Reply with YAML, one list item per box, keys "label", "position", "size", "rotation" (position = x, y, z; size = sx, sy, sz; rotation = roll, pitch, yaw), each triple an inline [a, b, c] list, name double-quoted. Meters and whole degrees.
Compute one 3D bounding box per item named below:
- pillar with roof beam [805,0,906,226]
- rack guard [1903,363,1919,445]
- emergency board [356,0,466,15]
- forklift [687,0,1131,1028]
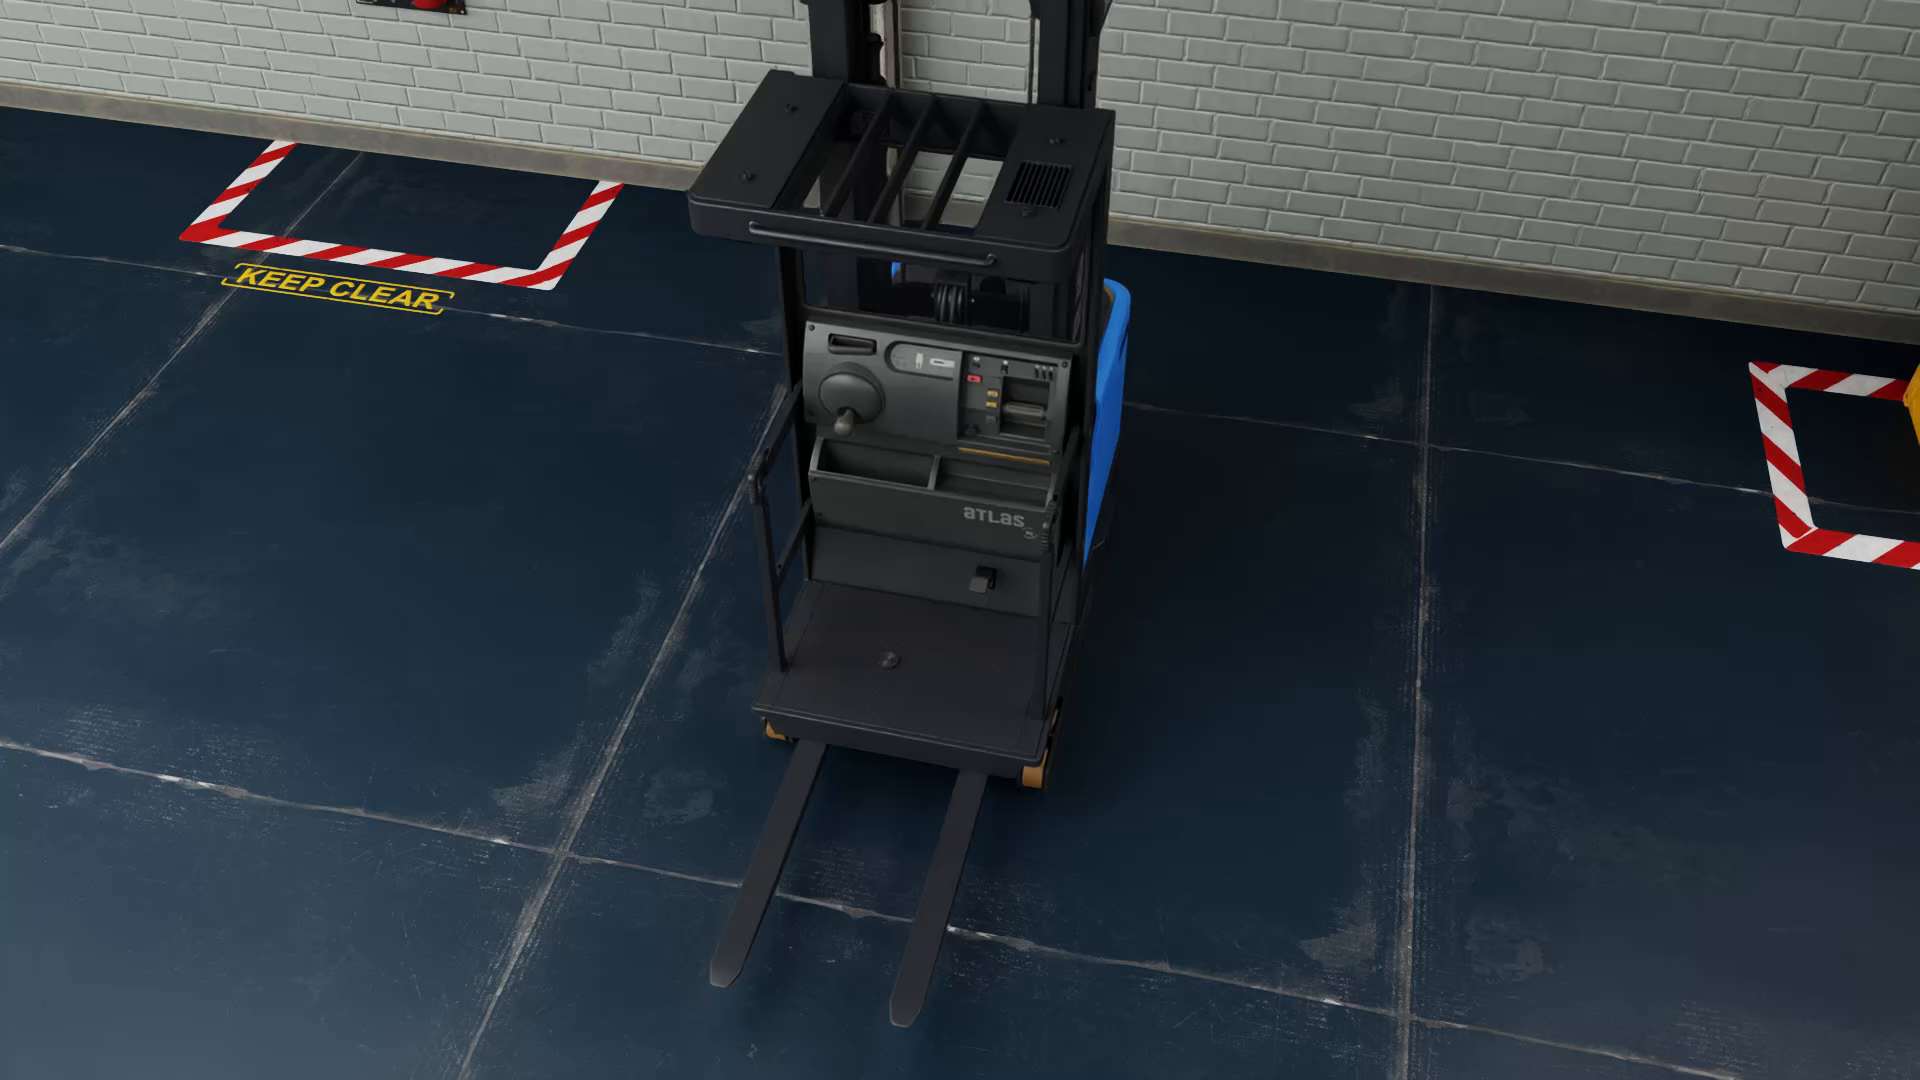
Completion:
- label: "pillar with roof beam"
  position: [-1.458, -2.023, 2.823]
  size: [0.400, 9.000, 9.100]
  rotation: [9, 45, 9]
- label: "rack guard"
  position: [4.539, -0.475, 7.343]
  size: [0.348, 0.500, 1.175]
  rotation: [9, 45, 9]
- label: "emergency board"
  position: [-2.922, -3.175, 8.345]
  size: [0.643, 1.169, 0.194]
  rotation: [9, 45, 9]
- label: "forklift"
  position: [-0.133, -0.421, 5.534]
  size: [1.130, 2.935, 3.031]
  rotation: [9, 45, 10]
